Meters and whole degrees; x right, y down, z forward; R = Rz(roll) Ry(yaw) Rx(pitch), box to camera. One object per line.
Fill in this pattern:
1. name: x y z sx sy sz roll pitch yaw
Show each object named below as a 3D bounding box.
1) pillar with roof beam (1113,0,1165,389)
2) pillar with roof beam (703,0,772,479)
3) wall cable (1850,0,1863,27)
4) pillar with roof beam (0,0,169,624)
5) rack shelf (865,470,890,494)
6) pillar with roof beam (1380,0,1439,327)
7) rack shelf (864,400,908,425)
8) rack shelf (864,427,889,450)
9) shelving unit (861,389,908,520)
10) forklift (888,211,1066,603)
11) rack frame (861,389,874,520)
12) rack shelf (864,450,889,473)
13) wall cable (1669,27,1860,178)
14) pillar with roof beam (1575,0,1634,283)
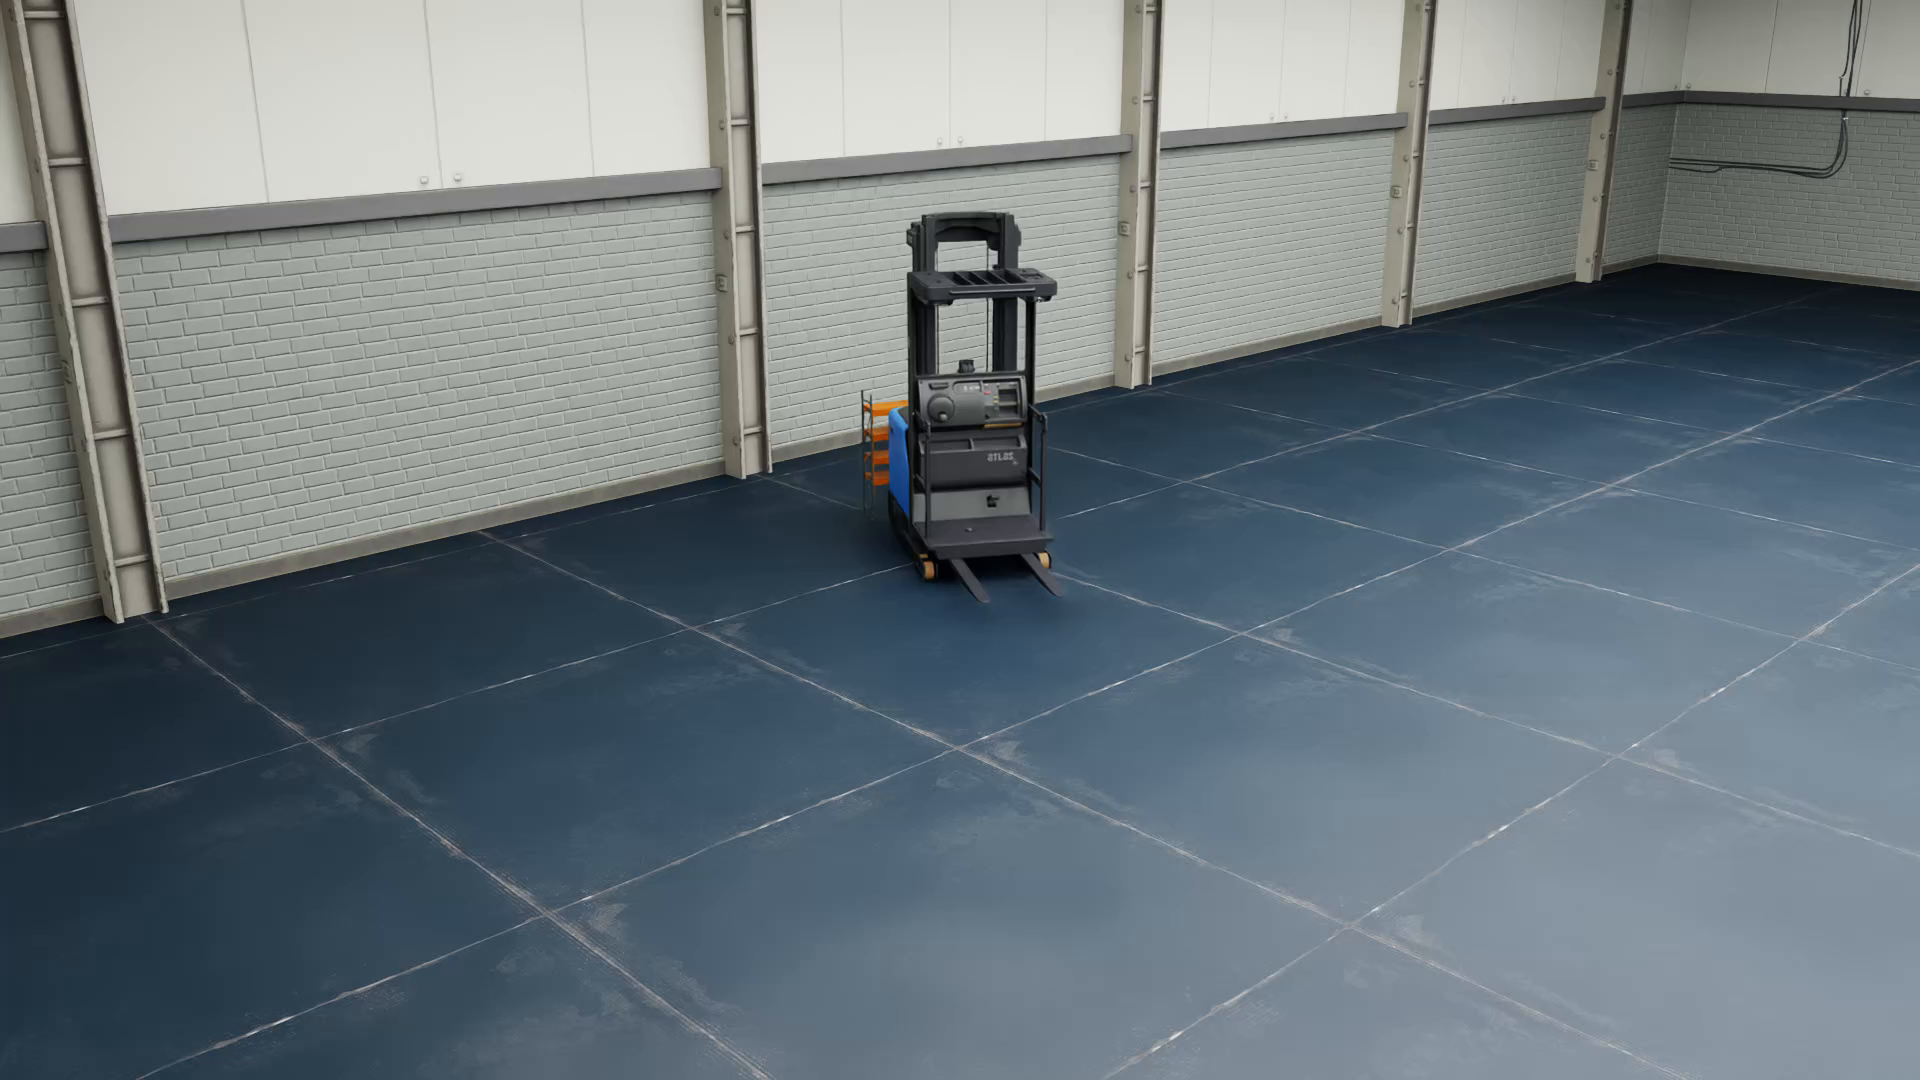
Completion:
1. pillar with roof beam: 5.137 -5.282 16.684 0.400 9.000 9.100 -16 24 -41
2. pillar with roof beam: 0.778 -4.010 12.763 0.400 9.000 9.100 -16 24 -41
3. wall cable: 15.807 -9.436 26.344 0.112 2.526 3.097 -16 24 -41
4. pillar with roof beam: -3.582 -2.739 8.842 0.400 9.000 9.100 -16 24 -41
5. rack shelf: -0.638 -0.567 15.648 0.480 0.148 0.258 -8 20 -23
6. pillar with roof beam: 9.497 -6.553 20.606 0.400 9.000 9.100 -16 24 -41
7. rack shelf: -0.637 -1.193 15.443 0.480 0.148 0.258 -8 20 -23
8. rack shelf: -0.638 -0.968 15.516 0.480 0.148 0.258 -8 20 -23
9. shelving unit: -0.638 -0.819 15.565 0.503 1.200 0.258 -8 20 -23
10. forklift: 0.156 -1.182 13.877 1.130 2.935 3.031 -4 18 -12
11. rack frame: -0.859 -0.788 15.468 0.015 1.200 0.240 -8 20 -23
12. rack shelf: -0.638 -0.755 15.586 0.480 0.148 0.258 -8 20 -23
13. wall cable: 13.948 -7.640 28.993 0.112 2.526 3.097 -16 24 -41
14. pillar with roof beam: 13.857 -7.824 24.527 0.400 9.000 9.100 -16 24 -41
